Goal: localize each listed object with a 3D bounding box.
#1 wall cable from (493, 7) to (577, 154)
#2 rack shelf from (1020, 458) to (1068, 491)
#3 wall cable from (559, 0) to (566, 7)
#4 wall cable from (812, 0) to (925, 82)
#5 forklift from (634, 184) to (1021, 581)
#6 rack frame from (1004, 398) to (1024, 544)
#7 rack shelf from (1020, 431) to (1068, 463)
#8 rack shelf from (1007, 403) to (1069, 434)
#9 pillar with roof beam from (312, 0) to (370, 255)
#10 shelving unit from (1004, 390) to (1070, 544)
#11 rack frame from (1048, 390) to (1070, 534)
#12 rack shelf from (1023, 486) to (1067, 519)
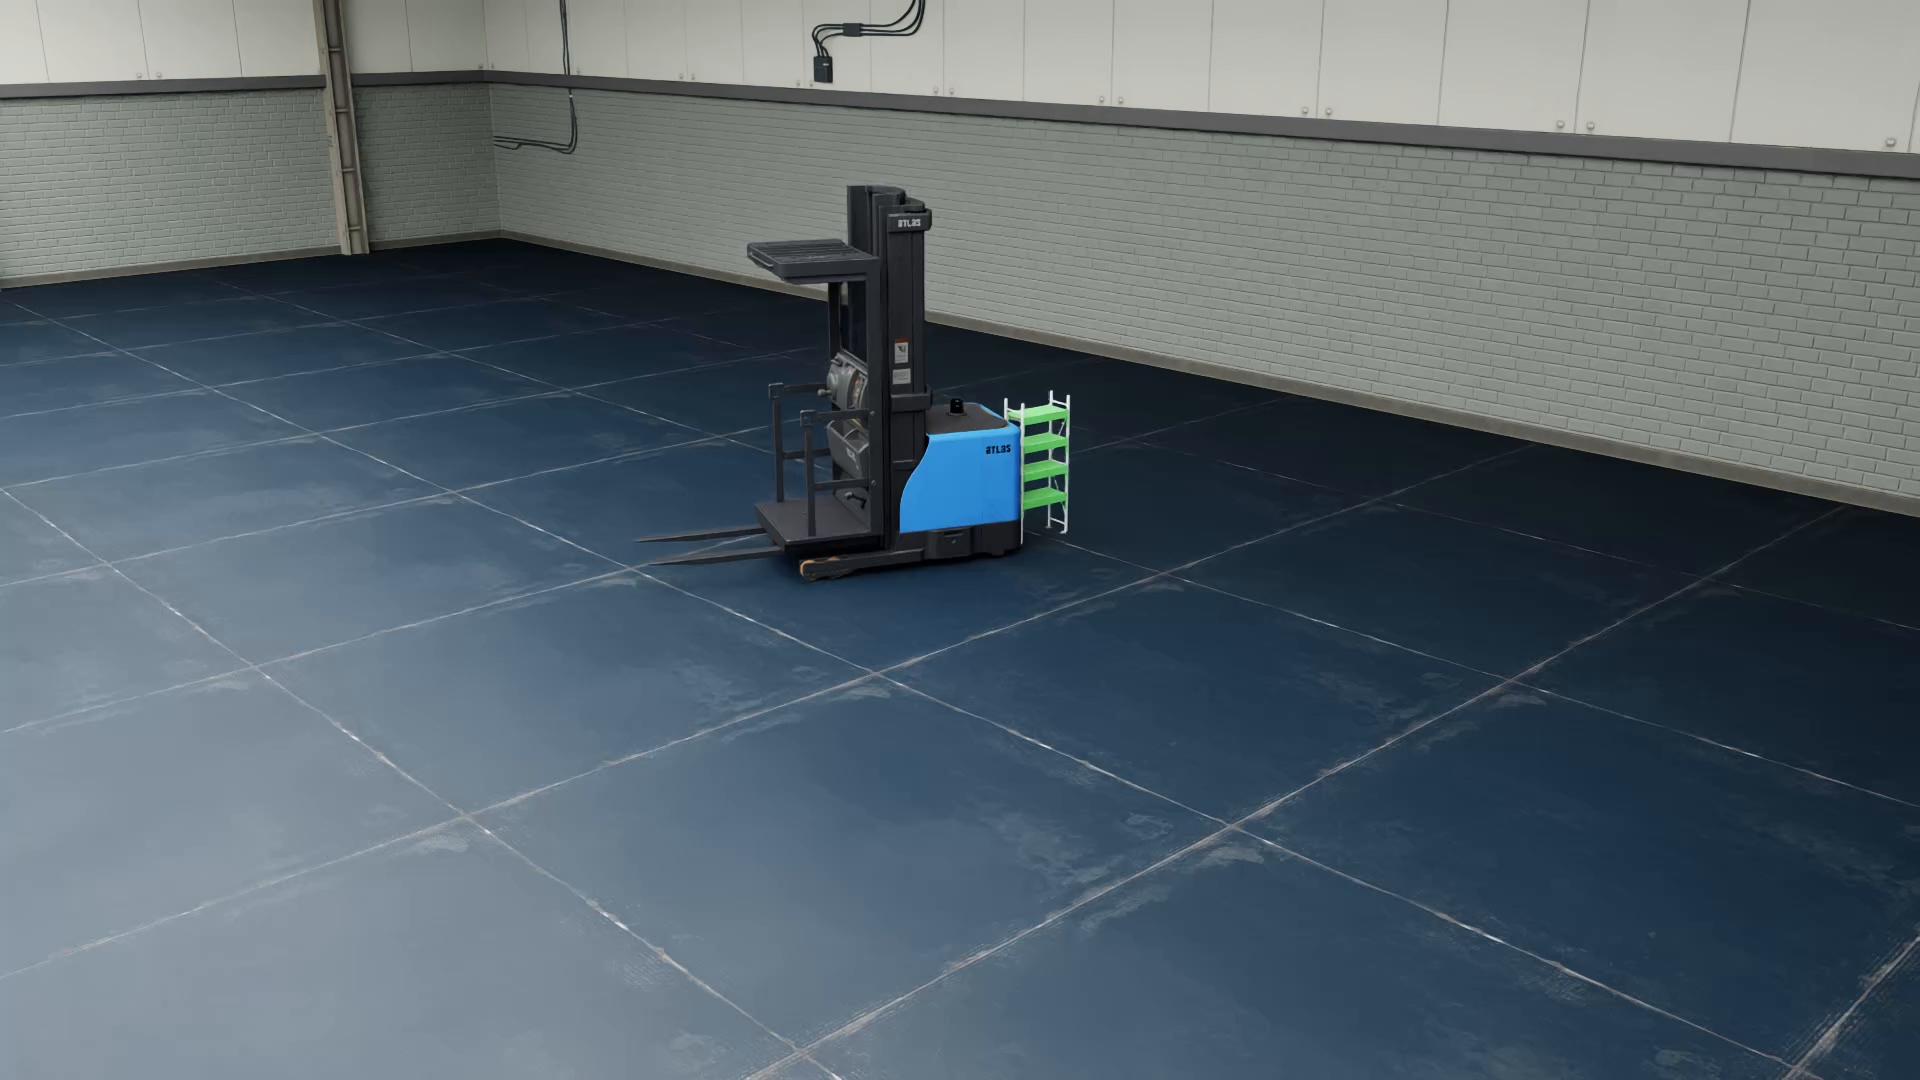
[{"bbox_3d":[-7.809,-8.280,29.968,0.112,2.526,3.097,-16,24,-41],"label":"wall cable"},{"bbox_3d":[0.639,-0.550,13.943,0.480,0.148,0.258,-13,22,-35],"label":"rack shelf"},{"bbox_3d":[-5.951,-10.076,27.319,0.112,2.526,3.097,-16,24,-41],"label":"wall cable"},{"bbox_3d":[-1.299,-9.244,22.392,0.169,6.003,2.305,-16,24,-41],"label":"wall cable"},{"bbox_3d":[-1.073,-1.255,13.102,3.031,2.935,1.130,-6,19,-19],"label":"forklift"},{"bbox_3d":[0.445,-0.565,13.783,0.015,1.200,0.240,-13,22,-35],"label":"rack frame"},{"bbox_3d":[0.639,-0.778,13.869,0.480,0.148,0.258,-13,22,-35],"label":"rack shelf"},{"bbox_3d":[0.639,-1.007,13.795,0.480,0.148,0.258,-13,22,-35],"label":"rack shelf"},{"bbox_3d":[-7.901,-8.465,25.502,0.400,9.000,9.100,-16,24,-41],"label":"pillar with roof beam"},{"bbox_3d":[0.639,-0.611,13.923,0.503,1.200,0.258,-13,22,-35],"label":"shelving unit"},{"bbox_3d":[0.834,-0.656,14.063,0.015,1.200,0.240,-13,22,-35],"label":"rack frame"},{"bbox_3d":[0.639,-0.322,14.017,0.480,0.148,0.258,-13,22,-35],"label":"rack shelf"}]
